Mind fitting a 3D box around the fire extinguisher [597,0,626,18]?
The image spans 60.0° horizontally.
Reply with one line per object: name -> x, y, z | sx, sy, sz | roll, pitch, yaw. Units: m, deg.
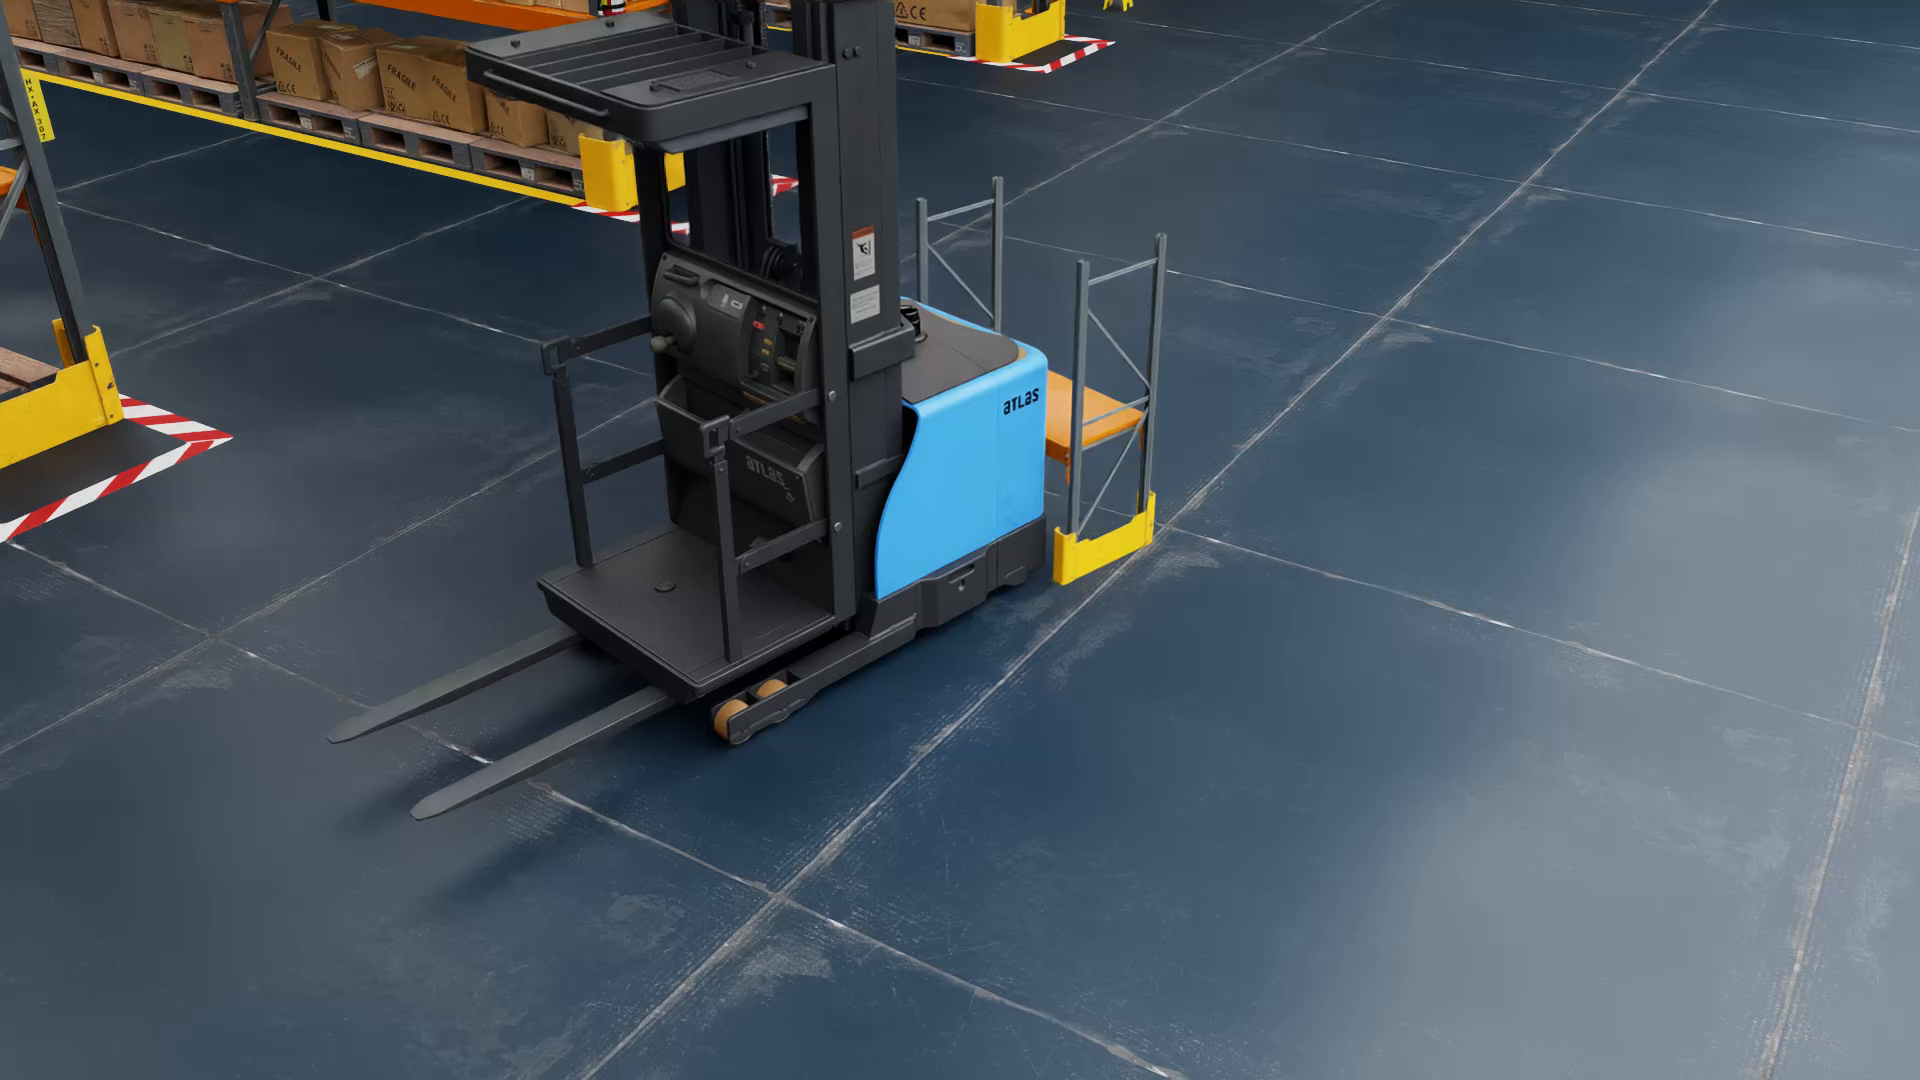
fire extinguisher -> -2.316, -3.605, 11.029 | 0.183, 0.674, 0.296 | 18, 35, 27

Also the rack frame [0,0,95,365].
rack frame -> -4.801, -1.752, 7.776 | 0.127, 3.000, 1.000 | 18, 35, 27

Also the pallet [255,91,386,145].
pallet -> -4.969, -3.568, 13.657 | 1.213, 0.211, 1.003 | 18, 35, 27

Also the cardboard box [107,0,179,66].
cardboard box -> -6.933, -4.507, 14.543 | 0.500, 0.500, 0.700 | 14, 33, 23

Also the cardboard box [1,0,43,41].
cardboard box -> -8.366, -4.948, 15.299 | 0.500, 0.500, 0.700 | 16, 34, 25

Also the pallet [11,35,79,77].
pallet -> -8.283, -4.594, 15.416 | 1.213, 0.211, 1.003 | 18, 35, 27

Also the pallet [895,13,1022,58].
pallet -> -0.165, -4.932, 15.994 | 1.213, 0.211, 1.003 | 18, 35, 27

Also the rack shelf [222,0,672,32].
rack shelf -> -3.862, -4.091, 12.499 | 4.000, 0.370, 1.077 | 18, 35, 27

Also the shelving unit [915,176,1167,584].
shelving unit -> 0.328, -0.748, 7.544 | 0.587, 1.500, 1.083 | -24, 38, -35

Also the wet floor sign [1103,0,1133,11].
wet floor sign -> 1.631, -5.776, 17.010 | 0.232, 0.644, 0.267 | 12, 32, 19

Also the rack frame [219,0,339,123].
rack frame -> -5.556, -4.937, 13.236 | 0.127, 3.000, 1.000 | 18, 35, 27

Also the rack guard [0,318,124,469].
rack guard -> -4.891, -0.672, 8.406 | 0.348, 0.500, 1.175 | 18, 35, 27

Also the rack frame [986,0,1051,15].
rack frame -> 0.554, -5.956, 14.982 | 0.127, 3.000, 1.000 | 18, 35, 27

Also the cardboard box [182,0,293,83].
cardboard box -> -6.065, -4.221, 14.053 | 0.500, 0.500, 0.700 | 15, 33, 24

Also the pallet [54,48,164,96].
pallet -> -7.254, -4.267, 14.855 | 1.213, 0.211, 1.003 | 18, 35, 27

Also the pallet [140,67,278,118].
pallet -> -6.216, -3.941, 14.296 | 1.213, 0.211, 1.003 | 18, 35, 27

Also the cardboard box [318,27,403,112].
cardboard box -> -4.750, -3.765, 13.290 | 0.500, 0.500, 0.500 | -23, 37, -33

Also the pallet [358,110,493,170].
pallet -> -3.931, -3.242, 13.097 | 1.213, 0.211, 1.003 | 18, 35, 27

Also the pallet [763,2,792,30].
pallet -> -1.194, -5.259, 16.555 | 1.213, 0.211, 1.003 | 18, 35, 27

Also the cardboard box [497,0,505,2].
cardboard box -> -3.174, -3.931, 11.761 | 0.250, 0.149, 0.380 | 18, 35, 27

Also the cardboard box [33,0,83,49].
cardboard box -> -7.889, -4.805, 15.054 | 0.500, 0.500, 0.700 | 15, 33, 23

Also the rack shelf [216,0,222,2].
rack shelf -> -7.250, -5.162, 14.336 | 4.000, 0.370, 1.077 | 18, 35, 27

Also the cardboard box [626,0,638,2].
cardboard box -> -2.283, -3.935, 11.768 | 0.250, 0.149, 0.380 | 18, 35, 27

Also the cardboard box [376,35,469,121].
cardboard box -> -4.182, -3.632, 13.062 | 0.500, 0.500, 0.500 | 14, 33, 23

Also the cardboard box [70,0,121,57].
cardboard box -> -7.406, -4.656, 14.799 | 0.500, 0.500, 0.700 | 21, 36, 31

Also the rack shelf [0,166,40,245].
rack shelf -> -6.495, -1.977, 8.876 | 4.000, 0.370, 1.077 | 18, 35, 27

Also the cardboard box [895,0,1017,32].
cardboard box -> -0.055, -5.373, 15.674 | 0.875, 0.875, 0.875 | 18, 35, 28

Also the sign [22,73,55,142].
sign -> -4.505, -2.105, 8.107 | 0.005, 0.325, 0.100 | 18, 35, 27

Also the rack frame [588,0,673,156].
rack frame -> -2.168, -3.866, 11.400 | 0.127, 3.000, 1.000 | 18, 35, 27

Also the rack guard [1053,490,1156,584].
rack guard -> 0.656, -0.019, 7.535 | 0.587, 0.250, 0.087 | -24, 38, -35

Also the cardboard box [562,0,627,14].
cardboard box -> -2.519, -3.746, 11.443 | 0.250, 0.149, 0.380 | 18, 35, 27

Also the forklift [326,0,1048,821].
forklift -> -1.014, -0.775, 6.170 | 3.031, 2.935, 1.130 | -27, 39, -38

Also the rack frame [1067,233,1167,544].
rack frame -> 0.668, -0.552, 7.208 | 0.500, 1.500, 0.032 | -24, 38, -35

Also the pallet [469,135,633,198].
pallet -> -2.902, -2.914, 12.536 | 1.213, 0.211, 1.003 | 18, 35, 27

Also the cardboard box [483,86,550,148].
cardboard box -> -3.213, -3.287, 12.472 | 0.500, 0.500, 0.500 | -25, 38, -36

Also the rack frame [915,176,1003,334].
rack frame -> -0.001, -0.938, 7.869 | 0.500, 1.500, 0.032 | -24, 38, -35

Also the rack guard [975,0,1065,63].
rack guard -> 0.574, -4.869, 15.601 | 0.348, 0.500, 1.175 | 18, 35, 27

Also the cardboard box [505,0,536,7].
cardboard box -> -2.970, -3.858, 11.635 | 0.250, 0.149, 0.380 | 18, 35, 27

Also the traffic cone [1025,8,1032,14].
traffic cone -> 0.859, -5.608, 16.904 | 0.334, 0.463, 0.336 | 18, 35, 27

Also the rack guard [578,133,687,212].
rack guard -> -2.233, -2.806, 12.064 | 0.348, 0.500, 1.175 | 18, 35, 27

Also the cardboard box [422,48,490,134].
cardboard box -> -3.733, -3.463, 12.773 | 0.500, 0.500, 0.500 | 21, 36, 32

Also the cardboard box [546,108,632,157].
cardboard box -> -2.688, -3.142, 12.223 | 0.500, 0.500, 0.500 | 25, 39, 36

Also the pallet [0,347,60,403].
pallet -> -5.576, -0.768, 8.856 | 1.213, 0.211, 1.003 | 18, 35, 27

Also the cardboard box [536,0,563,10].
cardboard box -> -2.731, -3.813, 11.558 | 0.250, 0.149, 0.380 | 18, 35, 27

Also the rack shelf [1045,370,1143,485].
rack shelf -> 0.334, -0.589, 7.629 | 0.538, 0.185, 1.000 | -24, 38, -35

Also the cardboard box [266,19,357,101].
cardboard box -> -5.239, -3.915, 13.548 | 0.500, 0.500, 0.500 | 16, 34, 26

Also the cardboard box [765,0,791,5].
cardboard box -> -1.573, -5.853, 16.497 | 0.875, 0.875, 0.875 | 18, 35, 28

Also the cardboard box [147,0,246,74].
cardboard box -> -6.459, -4.357, 14.286 | 0.500, 0.500, 0.700 | 17, 34, 27
